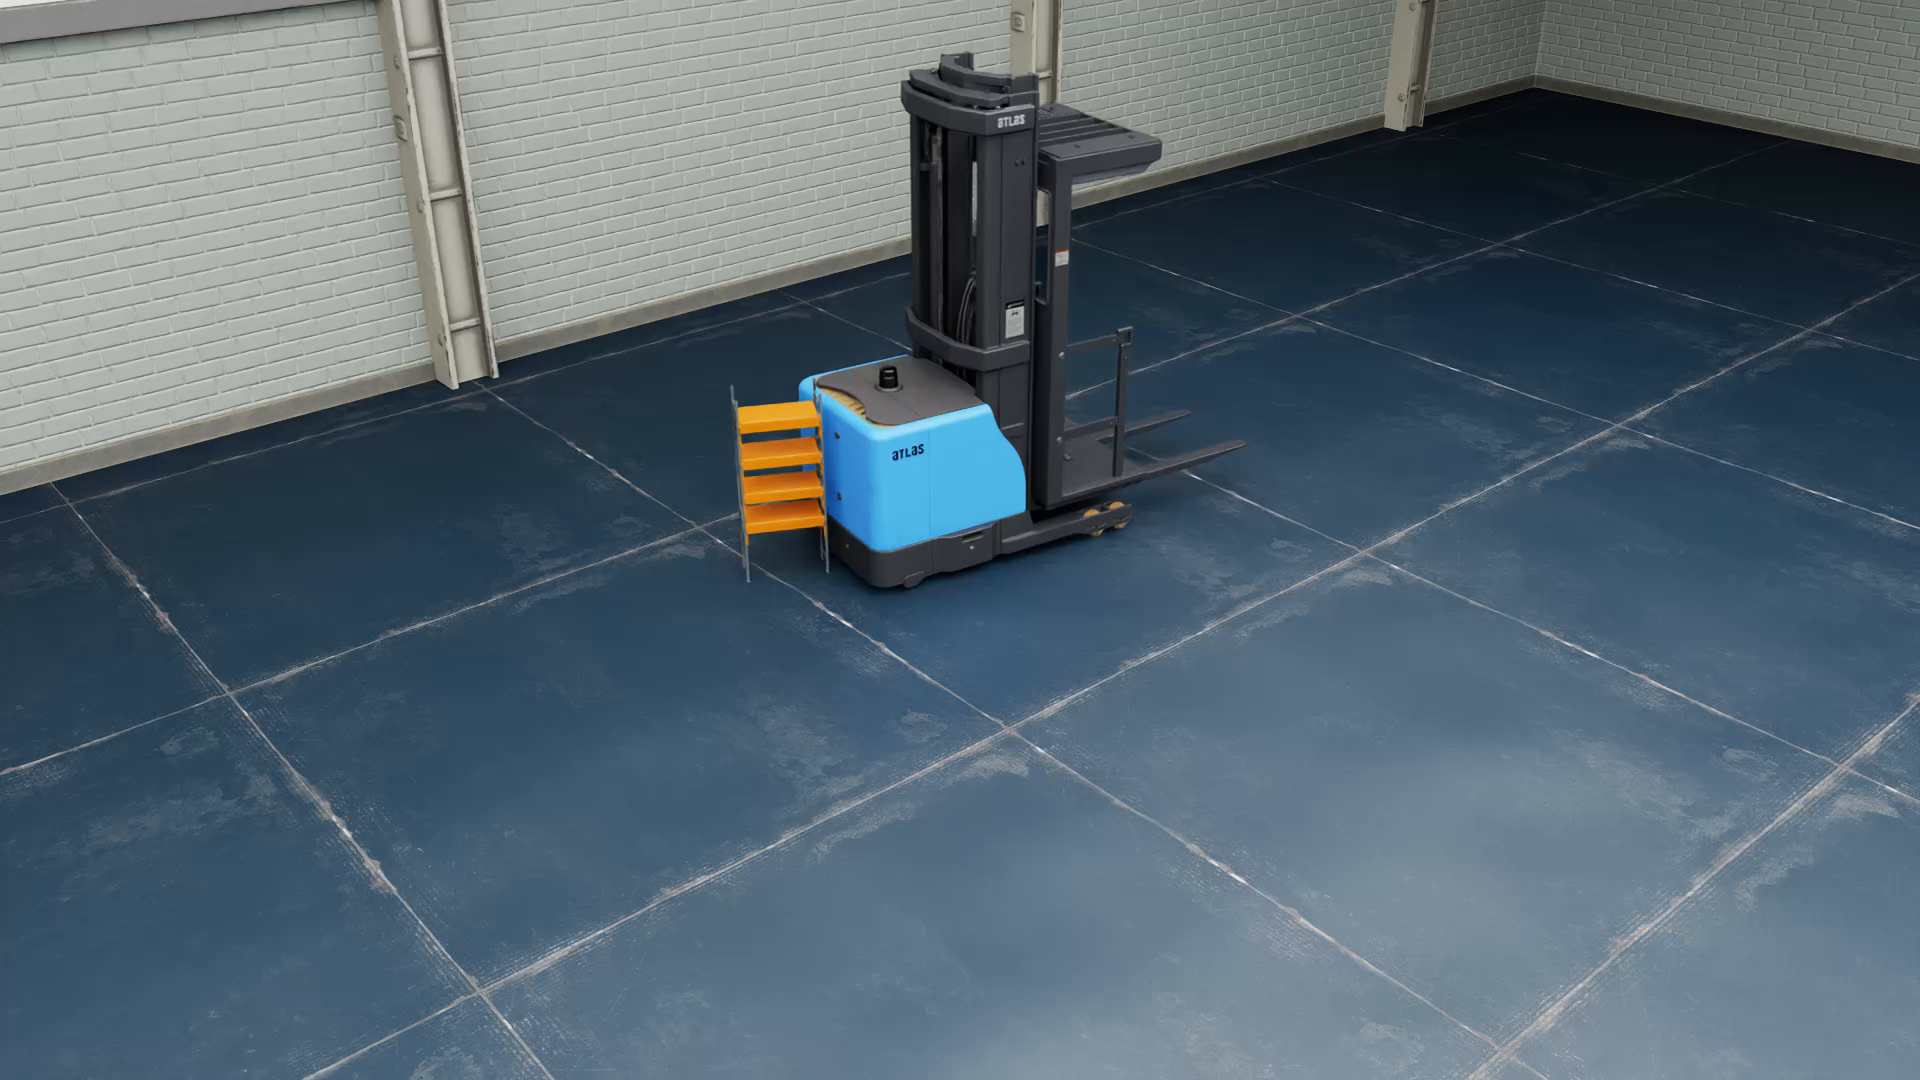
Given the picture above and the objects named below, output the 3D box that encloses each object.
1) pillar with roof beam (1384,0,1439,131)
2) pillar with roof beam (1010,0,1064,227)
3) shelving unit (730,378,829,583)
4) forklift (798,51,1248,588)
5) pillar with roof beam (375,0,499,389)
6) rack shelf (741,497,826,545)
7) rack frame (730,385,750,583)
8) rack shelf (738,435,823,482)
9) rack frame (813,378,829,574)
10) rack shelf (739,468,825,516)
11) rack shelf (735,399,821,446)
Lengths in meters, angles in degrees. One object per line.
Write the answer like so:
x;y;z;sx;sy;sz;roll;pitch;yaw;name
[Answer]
8.075;-7.367;14.846;0.400;9.000;9.100;-22;35;-35;pillar with roof beam
3.511;-5.531;11.411;0.400;9.000;9.100;-22;35;-35;pillar with roof beam
-1.076;-0.349;9.989;0.503;1.200;0.258;-6;29;-12;shelving unit
0.517;-1.515;10.333;3.031;2.935;1.130;-17;32;-28;forklift
-1.054;-3.696;7.977;0.400;9.000;9.100;-22;35;-35;pillar with roof beam
-1.076;-0.115;10.114;0.480;0.148;0.258;-6;29;-12;rack shelf
-1.314;-0.323;9.939;0.015;1.200;0.240;-6;29;-12;rack frame
-1.076;-0.487;9.915;0.480;0.148;0.258;-6;29;-12;rack shelf
-0.839;-0.376;10.039;0.015;1.200;0.240;-6;29;-12;rack frame
-1.076;-0.290;10.021;0.480;0.148;0.258;-6;29;-12;rack shelf
-1.076;-0.696;9.804;0.480;0.148;0.258;-6;29;-12;rack shelf
